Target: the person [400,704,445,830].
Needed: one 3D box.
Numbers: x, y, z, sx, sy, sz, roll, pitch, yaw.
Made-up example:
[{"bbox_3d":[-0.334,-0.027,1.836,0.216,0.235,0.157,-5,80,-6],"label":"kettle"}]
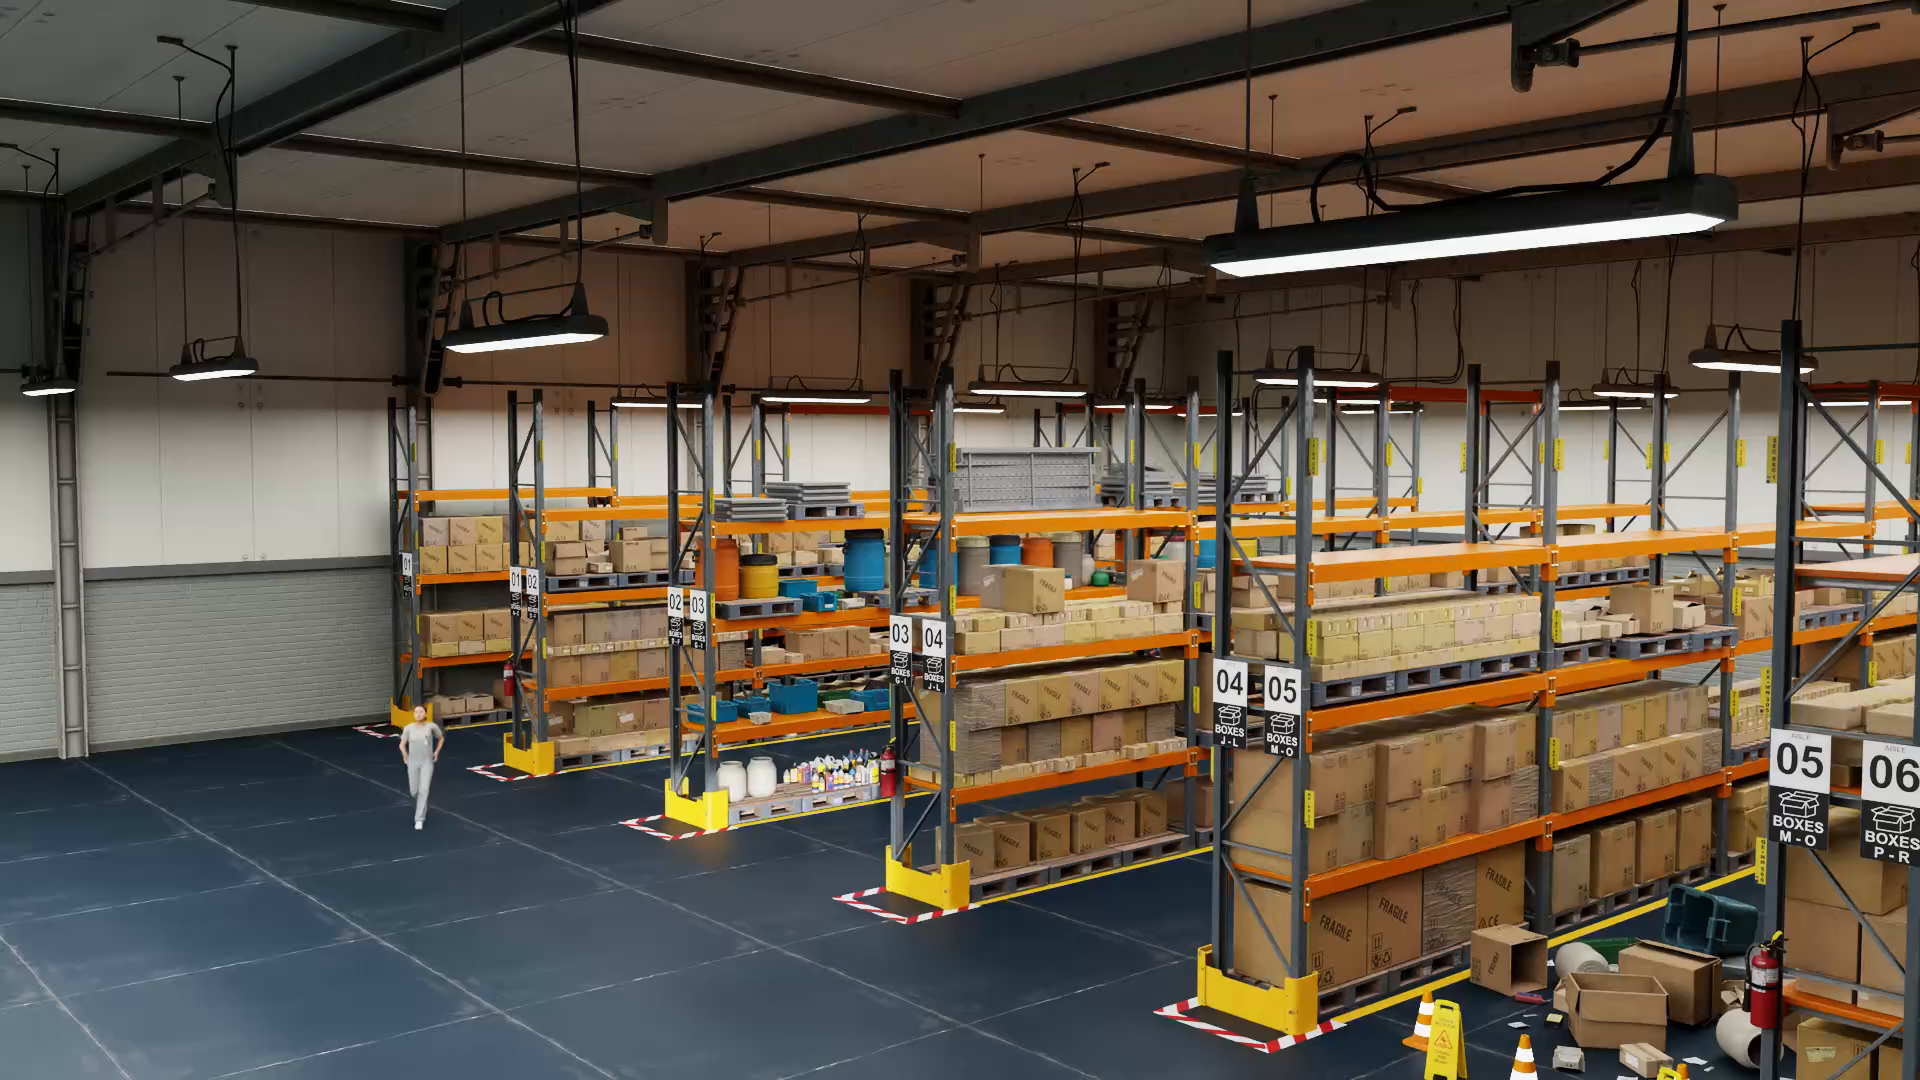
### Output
[{"bbox_3d":[-7.304,3.028,22.574,0.576,1.631,0.808,-1,3,-11],"label":"person"}]
